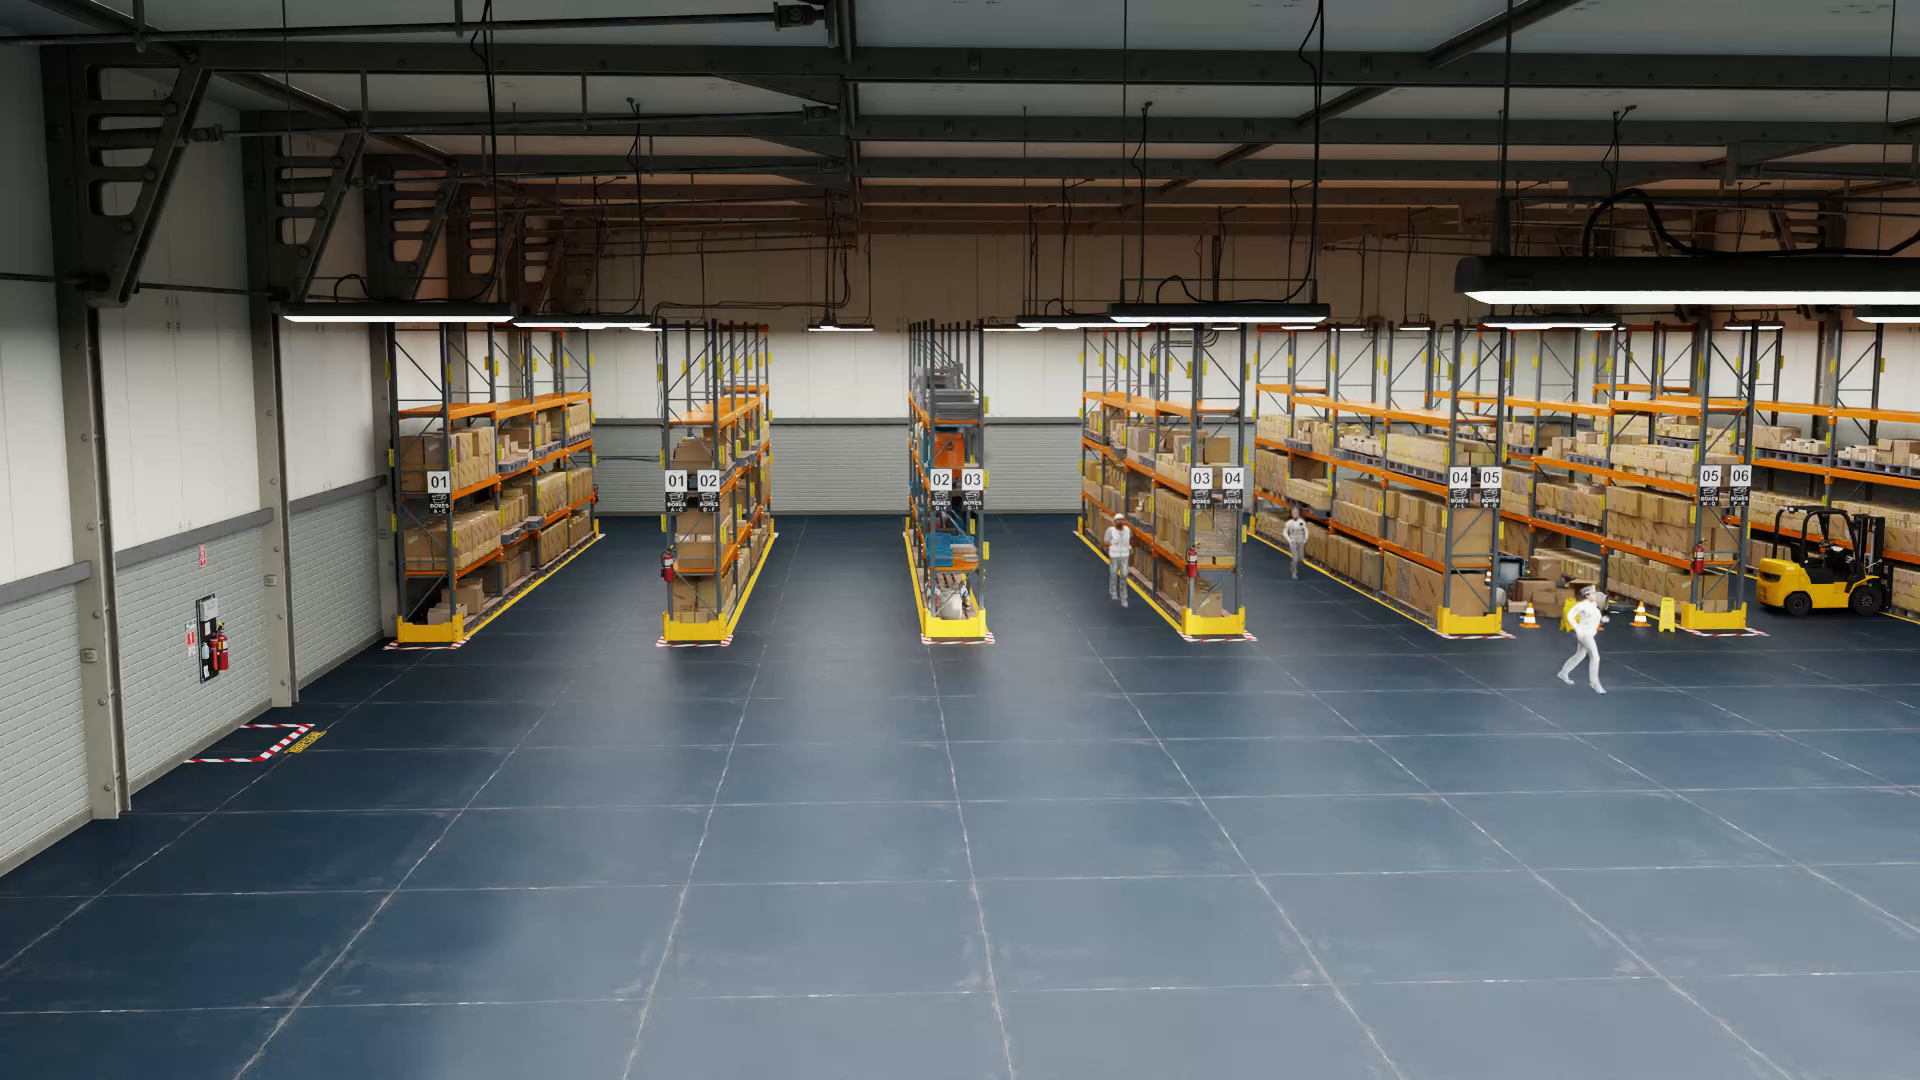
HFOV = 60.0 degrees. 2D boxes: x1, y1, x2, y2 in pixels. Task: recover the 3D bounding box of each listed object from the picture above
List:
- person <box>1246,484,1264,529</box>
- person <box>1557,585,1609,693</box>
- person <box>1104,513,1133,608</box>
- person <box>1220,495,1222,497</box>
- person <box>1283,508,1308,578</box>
[{"bbox_3d":[8.842,-1.197,49.008,0.873,1.763,0.722,-3,8,-21],"label":"person"},{"bbox_3d":[10.111,1.576,26.914,0.805,1.741,0.587,5,9,38],"label":"person"},{"bbox_3d":[3.235,0.400,33.731,0.657,1.891,0.707,-1,7,-5],"label":"person"},{"bbox_3d":[7.259,-0.670,45.583,0.534,1.560,0.542,0,7,-2],"label":"person"},{"bbox_3d":[7.925,0.066,39.249,0.619,1.667,0.488,0,7,-1],"label":"person"}]
